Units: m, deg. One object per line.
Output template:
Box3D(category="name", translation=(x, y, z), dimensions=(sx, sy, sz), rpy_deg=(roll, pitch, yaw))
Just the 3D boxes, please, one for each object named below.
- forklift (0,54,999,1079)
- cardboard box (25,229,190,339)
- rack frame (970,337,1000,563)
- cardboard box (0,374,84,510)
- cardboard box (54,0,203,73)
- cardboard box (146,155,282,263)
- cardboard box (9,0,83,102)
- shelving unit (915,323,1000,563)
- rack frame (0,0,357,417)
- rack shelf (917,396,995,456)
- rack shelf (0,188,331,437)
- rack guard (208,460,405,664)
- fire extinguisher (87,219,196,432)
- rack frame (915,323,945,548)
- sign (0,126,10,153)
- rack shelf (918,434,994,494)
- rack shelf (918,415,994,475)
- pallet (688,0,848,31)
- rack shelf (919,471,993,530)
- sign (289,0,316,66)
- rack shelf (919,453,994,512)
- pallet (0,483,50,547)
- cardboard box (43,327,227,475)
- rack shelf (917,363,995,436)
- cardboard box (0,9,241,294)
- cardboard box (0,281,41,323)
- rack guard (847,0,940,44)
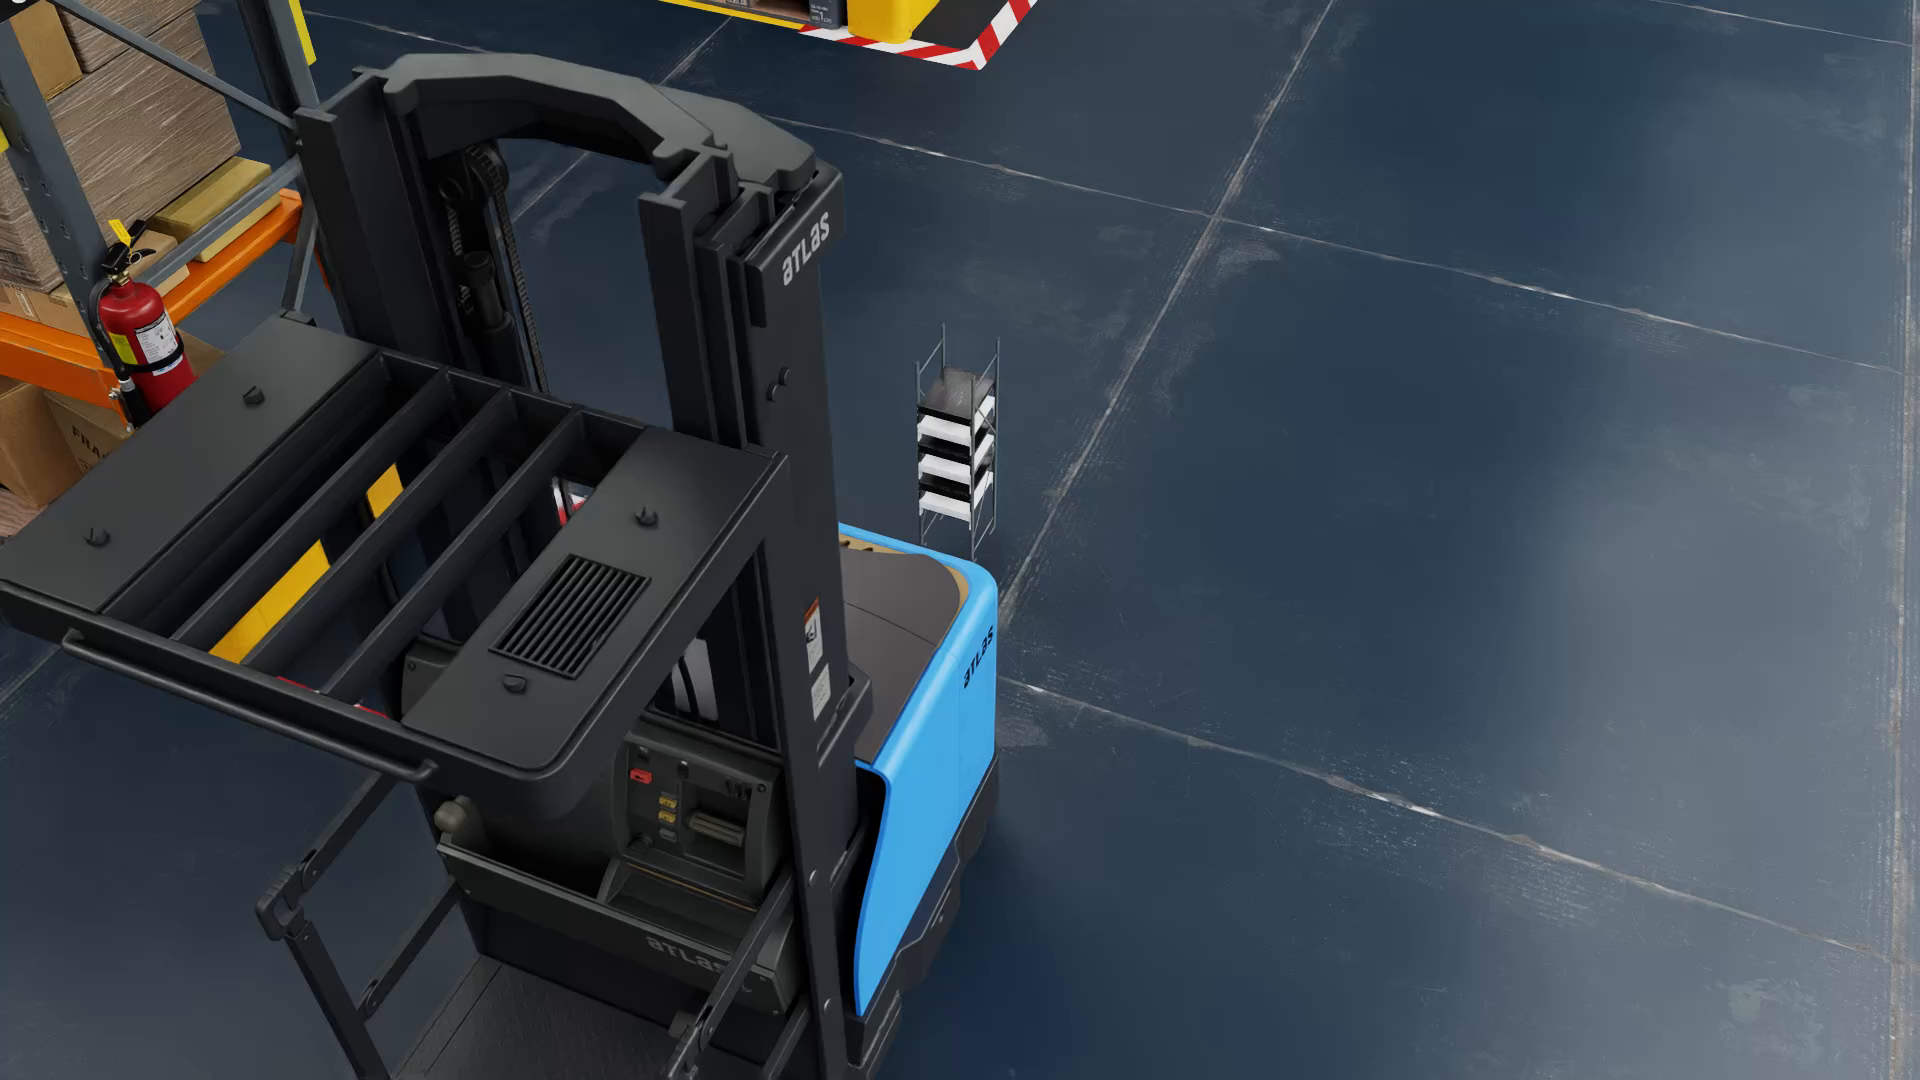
Box3D(category="forklift", translation=(-0.913, 0.632, 3.537), dimensions=(1.130, 2.935, 3.031), rpy_deg=(16, 47, 16))
Box3D(category="cardboard box", translation=(-2.611, -0.797, 5.103), dimensions=(0.250, 0.149, 0.380), rpy_deg=(16, 47, 16))
Box3D(category="rack frame", translation=(0.086, -0.294, 5.907), dimensions=(0.006, 0.900, 0.240), rpy_deg=(16, 47, 16))
Box3D(category="cardboard box", translation=(-3.404, -0.526, 6.127), dimensions=(0.500, 0.500, 0.500), rpy_deg=(29, 52, 26))
Box3D(category="cardboard box", translation=(-2.671, -1.765, 4.907), dimensions=(0.500, 0.500, 0.500), rpy_deg=(16, 47, 16))
Box3D(category="cardboard box", translation=(-2.440, -1.087, 5.394), dimensions=(0.250, 0.149, 0.380), rpy_deg=(16, 47, 16))
Box3D(category="cardboard box", translation=(-2.872, -1.427, 4.567), dimensions=(0.500, 0.500, 0.500), rpy_deg=(16, 47, 16))
Box3D(category="shelving unit", translation=(-0.007, -0.321, 5.935), dimensions=(0.210, 0.900, 0.258), rpy_deg=(16, 47, 16))
Box3D(category="rack frame", translation=(-2.269, -0.943, 5.071), dimensions=(0.127, 3.000, 1.000), rpy_deg=(16, 47, 16))
Box3D(category="rack shelf", translation=(-0.007, -0.425, 5.831), dimensions=(0.200, 0.077, 0.258), rpy_deg=(16, 47, 16))
Box3D(category="rack shelf", translation=(-4.115, -1.231, 5.871), dimensions=(4.000, 0.370, 1.077), rpy_deg=(16, 47, 16))
Box3D(category="rack guard", translation=(-2.339, -0.078, 5.974), dimensions=(0.348, 0.500, 1.175), rpy_deg=(16, 47, 16))
Box3D(category="fire extinguisher", translation=(-2.341, -0.585, 4.766), dimensions=(0.183, 0.674, 0.296), rpy_deg=(16, 47, 16))
Box3D(category="rack frame", translation=(-0.101, -0.349, 5.963), dimensions=(0.006, 0.900, 0.240), rpy_deg=(16, 47, 16))
Box3D(category="sign", translation=(-2.501, -1.110, 4.194), dimensions=(0.005, 0.325, 0.100), rpy_deg=(16, 47, 16))
Box3D(category="rack shelf", translation=(-0.007, -0.298, 5.958), dimensions=(0.200, 0.077, 0.258), rpy_deg=(16, 47, 16))
Box3D(category="rack shelf", translation=(-0.007, -0.361, 5.895), dimensions=(0.200, 0.077, 0.258), rpy_deg=(16, 47, 16))
Box3D(category="pallet", translation=(-1.034, -3.322, 9.439), dimensions=(1.213, 0.211, 1.003), rpy_deg=(16, 47, 16))
Box3D(category="rack shelf", translation=(-0.007, -0.170, 6.085), dimensions=(0.200, 0.077, 0.258), rpy_deg=(16, 47, 16))
Box3D(category="sign", translation=(-2.060, -1.603, 5.121), dimensions=(0.005, 0.325, 0.100), rpy_deg=(16, 47, 16))
Box3D(category="rack shelf", translation=(-0.007, -0.234, 6.022), dimensions=(0.200, 0.077, 0.258), rpy_deg=(16, 47, 16))
Box3D(category="pallet", translation=(-3.075, -0.219, 6.320), dimensions=(1.213, 0.211, 1.003), rpy_deg=(16, 47, 16))
Box3D(category="cardboard box", translation=(-2.839, -0.386, 5.986), dimensions=(0.500, 0.500, 0.500), rpy_deg=(25, 50, 23))
Box3D(category="rack shelf", translation=(-0.007, -0.489, 5.768), dimensions=(0.200, 0.077, 0.258), rpy_deg=(16, 47, 16))
Box3D(category="cardboard box", translation=(-2.766, -1.251, 5.099), dimensions=(0.500, 0.500, 0.875), rpy_deg=(16, 47, 16))
Box3D(category="cardboard box", translation=(-2.842, -0.865, 5.171), dimensions=(0.250, 0.149, 0.380), rpy_deg=(16, 47, 16))
Box3D(category="rack guard", translation=(-0.244, -3.252, 9.164), dimensions=(0.348, 0.500, 1.175), rpy_deg=(16, 47, 16))
